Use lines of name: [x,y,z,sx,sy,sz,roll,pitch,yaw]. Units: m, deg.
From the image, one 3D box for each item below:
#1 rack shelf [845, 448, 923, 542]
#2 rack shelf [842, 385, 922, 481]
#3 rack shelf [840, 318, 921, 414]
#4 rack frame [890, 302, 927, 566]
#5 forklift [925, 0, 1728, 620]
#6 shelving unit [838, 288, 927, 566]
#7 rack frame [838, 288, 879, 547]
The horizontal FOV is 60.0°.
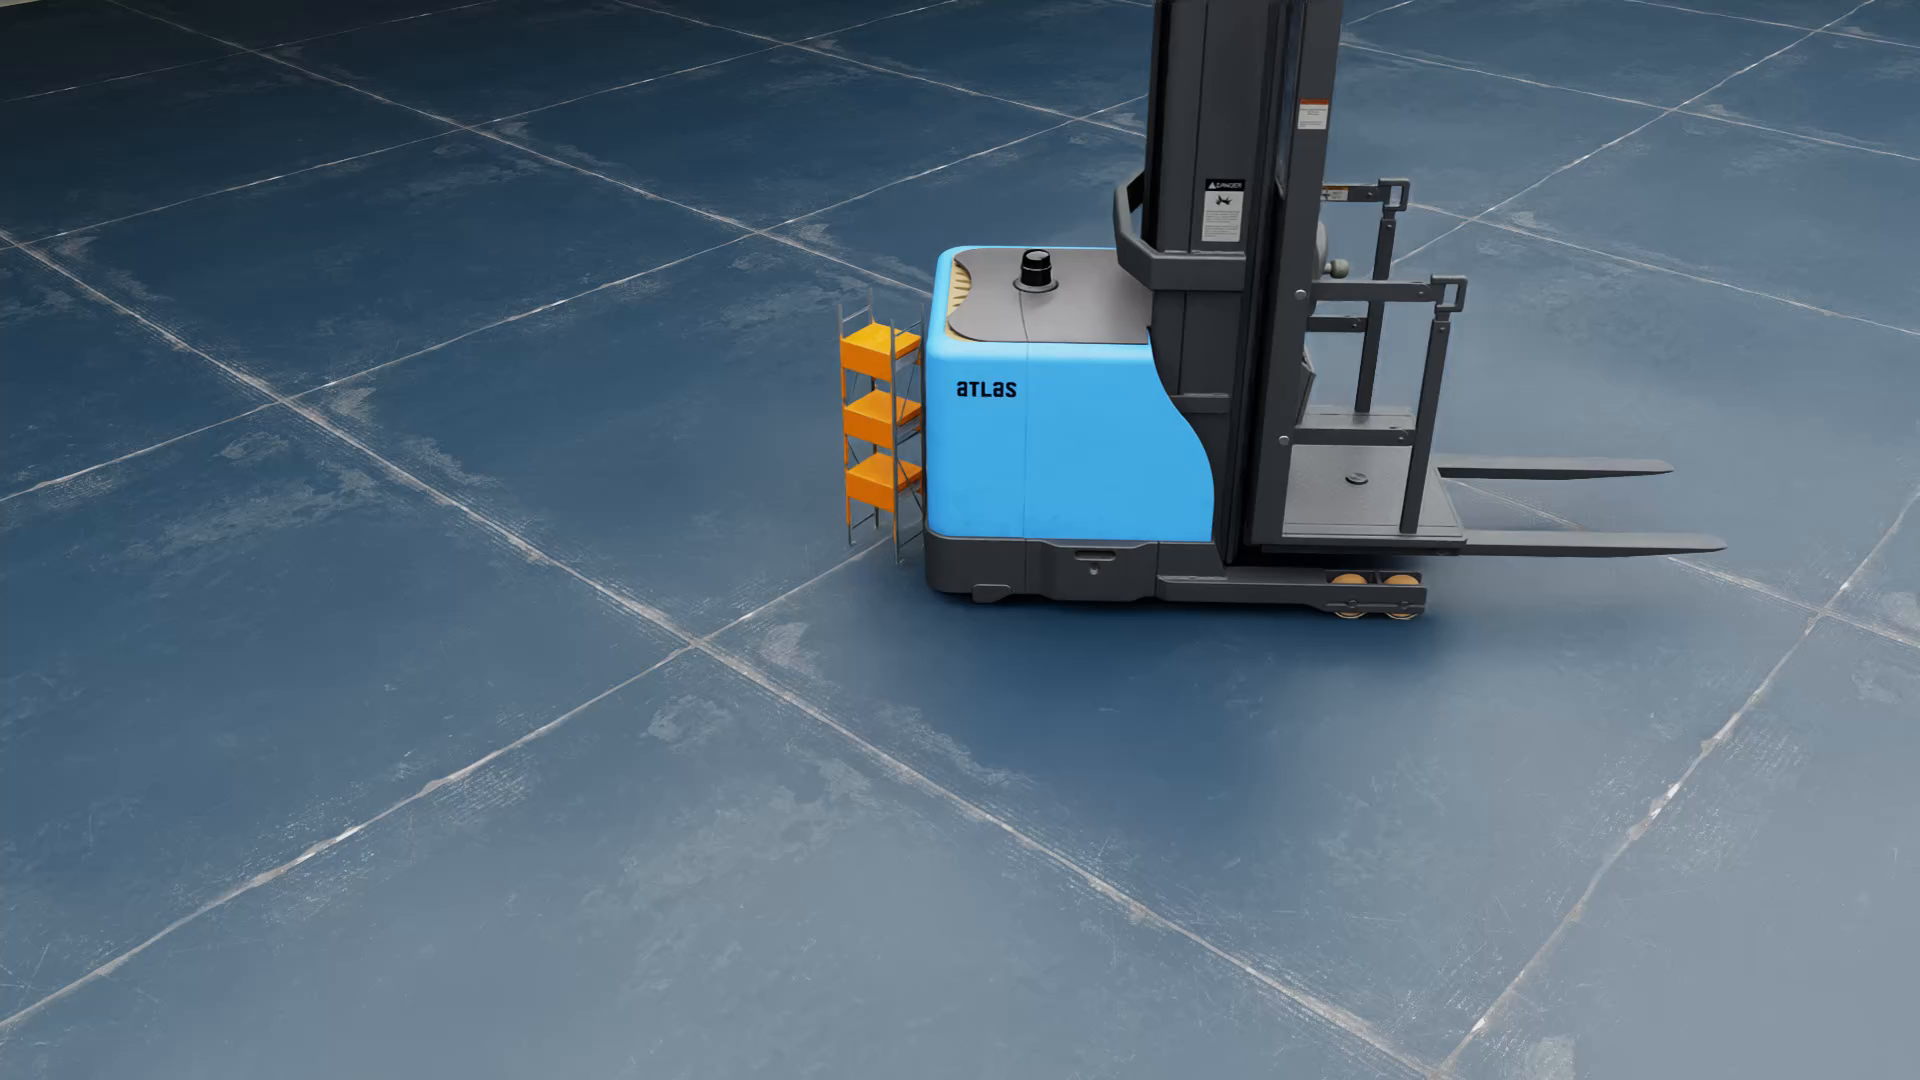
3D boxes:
rack shelf: [-0.293,-0.180,6.590,0.240,0.259,0.215,20,36,30]
rack shelf: [-0.293,-0.418,6.447,0.240,0.259,0.215,20,36,30]
rack shelf: [-0.293,-0.661,6.301,0.240,0.259,0.215,20,36,30]
rack frame: [-0.194,-0.391,6.381,0.008,1.050,0.200,20,36,30]
forklift: [1.397,-1.237,5.964,3.031,2.935,1.130,1,31,2]
shelving unit: [-0.293,-0.427,6.442,0.252,1.050,0.215,20,36,30]
rack frame: [-0.393,-0.463,6.502,0.008,1.050,0.200,20,36,30]
